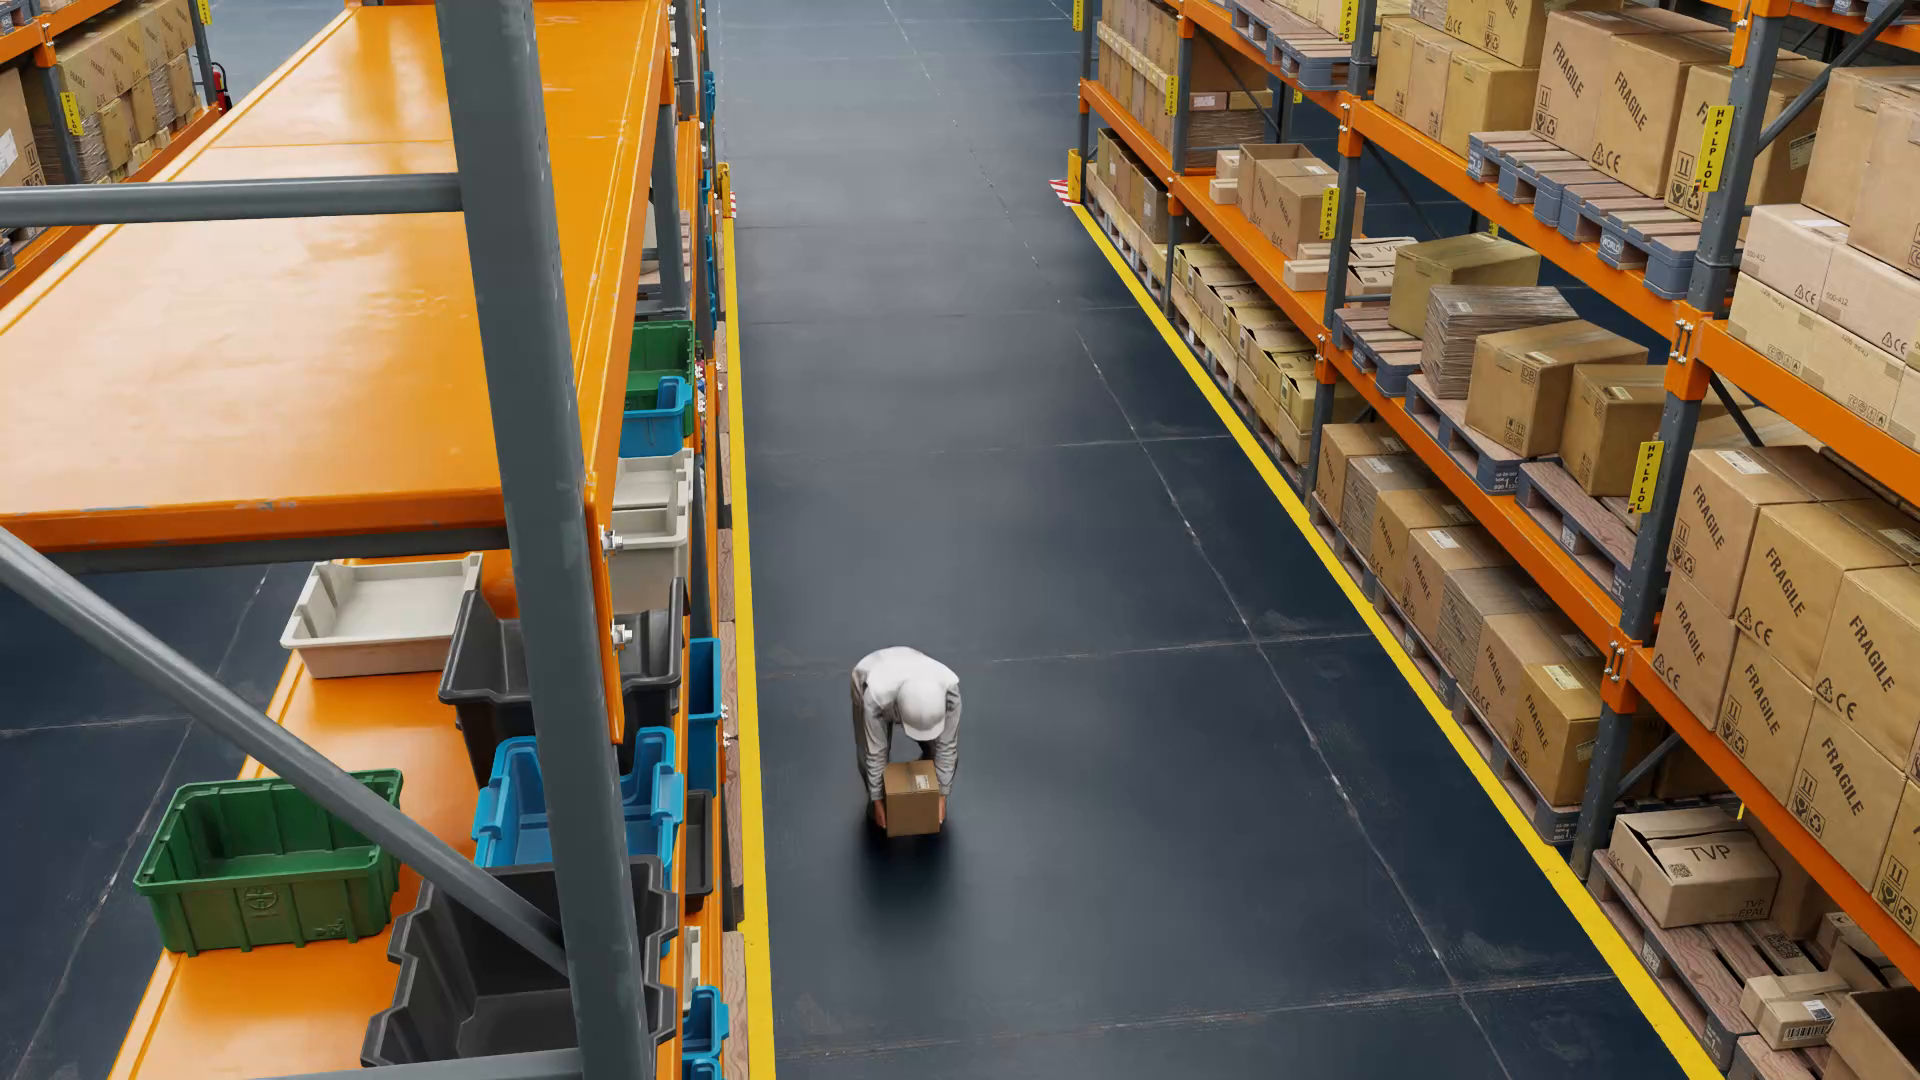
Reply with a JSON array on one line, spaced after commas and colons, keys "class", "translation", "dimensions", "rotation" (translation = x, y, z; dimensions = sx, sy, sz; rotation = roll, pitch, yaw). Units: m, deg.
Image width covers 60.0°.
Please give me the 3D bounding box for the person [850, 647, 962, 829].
[{"class": "person", "translation": [-0.260, 0.935, 8.094], "dimensions": [0.501, 1.005, 0.930], "rotation": [-4, 27, -8]}]
